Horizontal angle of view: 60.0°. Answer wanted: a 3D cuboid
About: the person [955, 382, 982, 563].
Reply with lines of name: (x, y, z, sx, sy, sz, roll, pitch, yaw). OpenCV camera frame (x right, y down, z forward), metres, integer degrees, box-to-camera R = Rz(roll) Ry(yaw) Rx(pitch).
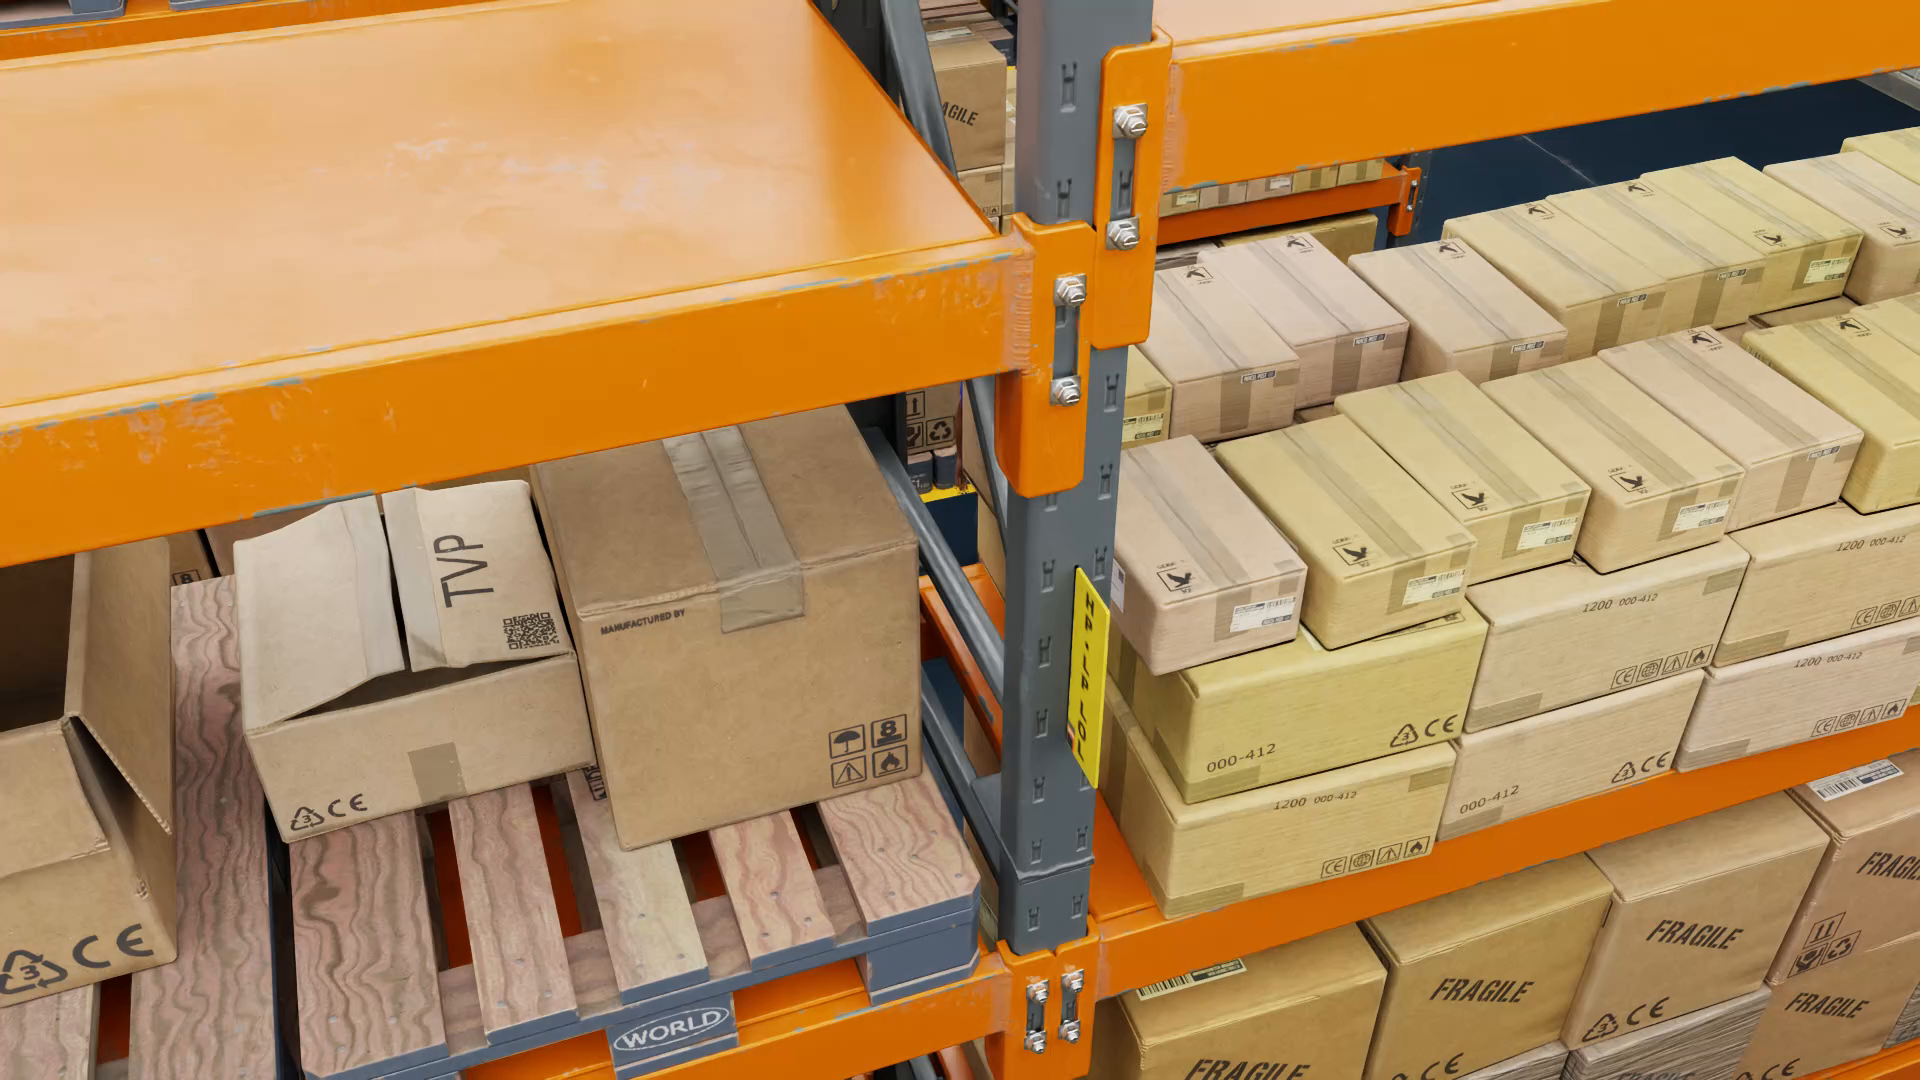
person: (0.210, -0.374, 7.277, 0.512, 1.607, 0.798, 24, 44, 28)
